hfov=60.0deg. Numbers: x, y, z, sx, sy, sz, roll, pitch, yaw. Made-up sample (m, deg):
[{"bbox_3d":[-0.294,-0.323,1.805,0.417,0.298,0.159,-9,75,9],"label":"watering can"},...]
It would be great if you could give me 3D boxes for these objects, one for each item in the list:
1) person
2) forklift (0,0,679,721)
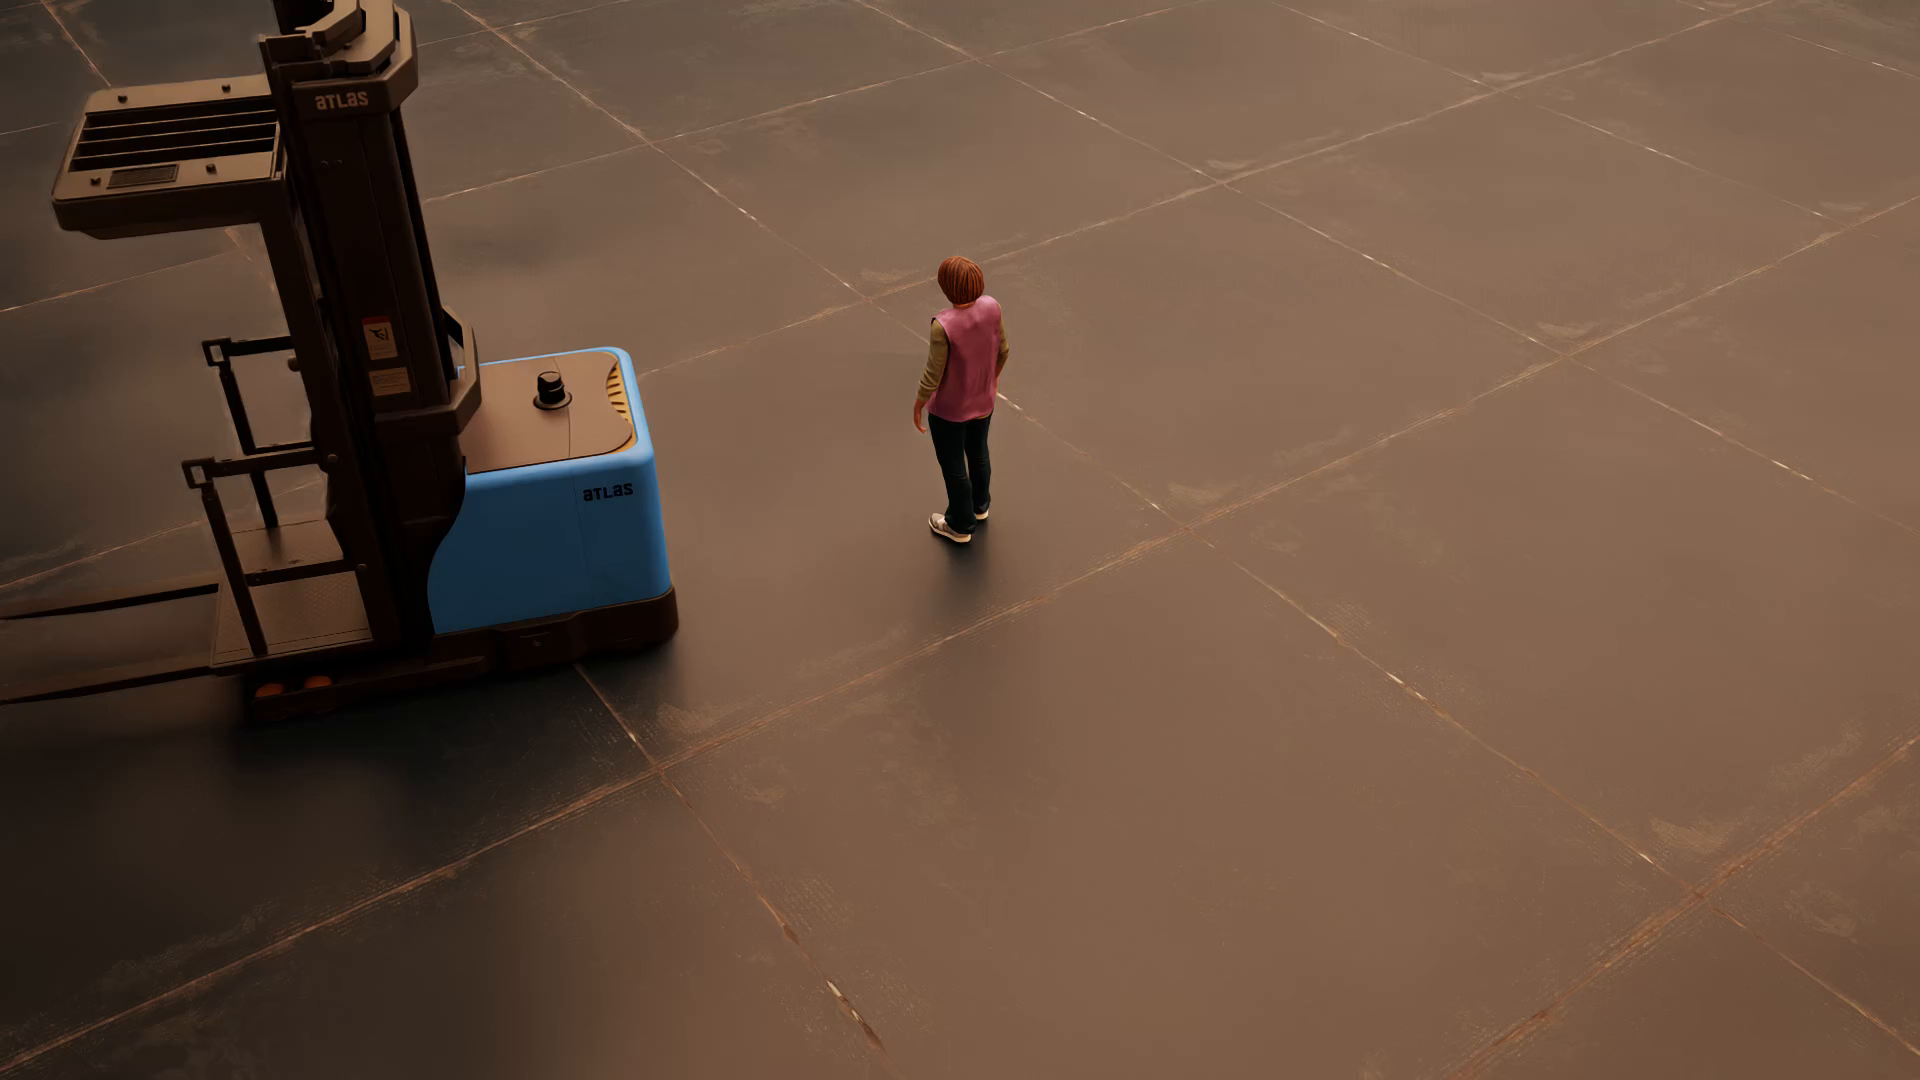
[{"bbox_3d":[-0.032,-0.689,7.986,0.521,1.599,0.473,-23,42,-28],"label":"person"},{"bbox_3d":[-2.885,-0.730,6.932,3.031,2.935,1.130,-10,38,-13],"label":"forklift"}]
